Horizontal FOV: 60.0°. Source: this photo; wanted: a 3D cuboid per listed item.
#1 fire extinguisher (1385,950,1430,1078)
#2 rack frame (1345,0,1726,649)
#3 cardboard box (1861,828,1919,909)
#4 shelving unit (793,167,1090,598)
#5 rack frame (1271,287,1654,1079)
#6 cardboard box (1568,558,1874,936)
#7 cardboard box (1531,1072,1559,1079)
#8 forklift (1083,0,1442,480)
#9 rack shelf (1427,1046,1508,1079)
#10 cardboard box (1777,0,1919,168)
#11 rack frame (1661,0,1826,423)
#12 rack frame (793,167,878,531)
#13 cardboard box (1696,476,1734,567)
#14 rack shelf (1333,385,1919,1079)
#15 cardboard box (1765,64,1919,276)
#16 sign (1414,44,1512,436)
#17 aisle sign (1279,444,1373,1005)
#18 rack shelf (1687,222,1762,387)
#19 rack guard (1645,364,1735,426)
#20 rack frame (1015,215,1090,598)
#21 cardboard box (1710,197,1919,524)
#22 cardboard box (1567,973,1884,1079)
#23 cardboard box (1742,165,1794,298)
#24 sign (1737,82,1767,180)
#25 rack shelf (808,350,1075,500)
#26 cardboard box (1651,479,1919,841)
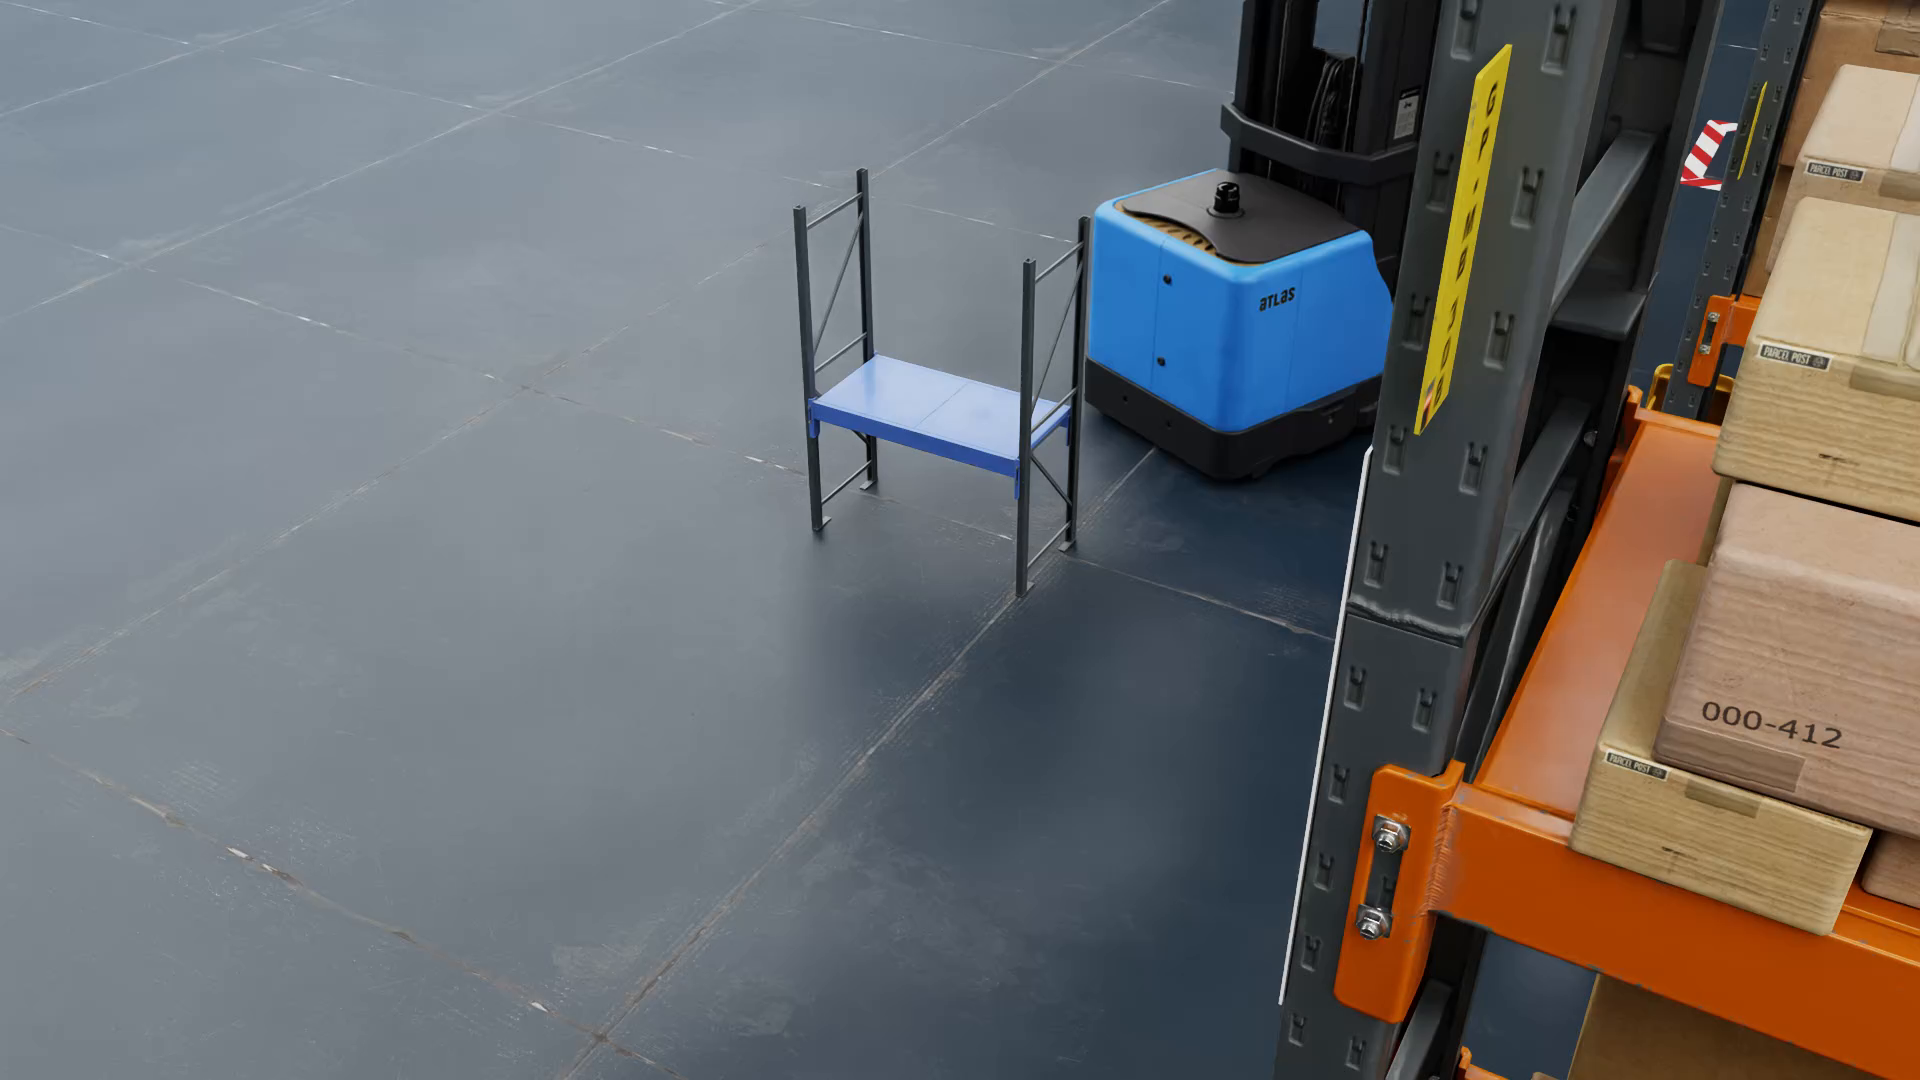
[{"bbox_3d":[0.829,0.879,3.294,0.183,0.674,0.296,18,37,24],"label":"fire extinguisher"},{"bbox_3d":[0.700,-1.397,1.229,0.127,3.000,1.000,18,37,24],"label":"rack frame"},{"bbox_3d":[1.099,0.233,1.715,0.250,0.149,0.380,16,37,23],"label":"cardboard box"},{"bbox_3d":[-0.074,-0.648,6.870,1.048,1.500,0.538,18,37,24],"label":"shelving unit"},{"bbox_3d":[0.700,1.100,2.892,0.127,3.000,1.000,18,37,24],"label":"rack frame"},{"bbox_3d":[0.827,0.203,1.759,0.250,0.149,0.380,18,38,24],"label":"cardboard box"},{"bbox_3d":[0.973,1.198,2.386,0.500,0.500,0.500,17,37,24],"label":"cardboard box"},{"bbox_3d":[2.090,-2.143,7.824,3.031,2.935,1.130,-22,40,-30],"label":"forklift"},{"bbox_3d":[2.436,1.949,2.265,4.000,0.370,1.077,18,37,24],"label":"rack shelf"},{"bbox_3d":[3.371,-1.701,5.989,0.550,0.550,0.875,18,37,24],"label":"cardboard box"},{"bbox_3d":[3.068,-1.310,6.511,0.127,3.000,1.000,18,37,24],"label":"rack frame"},{"bbox_3d":[-0.515,-0.788,7.079,0.032,1.500,0.500,18,37,24],"label":"rack frame"},{"bbox_3d":[1.148,-0.081,2.185,0.250,0.149,0.380,18,38,25],"label":"cardboard box"},{"bbox_3d":[2.436,0.701,1.434,4.000,0.370,1.077,18,37,24],"label":"rack shelf"},{"bbox_3d":[1.140,-0.425,1.983,0.250,0.149,0.380,18,38,25],"label":"cardboard box"},{"bbox_3d":[0.431,-0.251,1.426,0.005,0.325,0.100,18,37,24],"label":"sign"},{"bbox_3d":[0.492,0.150,1.973,0.004,0.787,0.394,18,37,24],"label":"aisle sign"},{"bbox_3d":[4.804,-0.461,5.884,4.000,0.370,1.077,18,37,24],"label":"rack shelf"},{"bbox_3d":[3.047,-0.276,7.214,0.348,0.500,1.175,18,37,24],"label":"rack guard"},{"bbox_3d":[0.367,-0.508,6.660,0.032,1.500,0.500,18,37,24],"label":"rack frame"},{"bbox_3d":[0.907,-0.180,1.615,0.250,0.149,0.380,17,37,24],"label":"cardboard box"},{"bbox_3d":[1.252,0.554,2.452,0.500,0.500,0.700,17,37,23],"label":"cardboard box"},{"bbox_3d":[3.413,-1.292,6.349,0.550,0.550,0.875,18,37,24],"label":"cardboard box"},{"bbox_3d":[2.787,-1.438,5.850,0.005,0.325,0.100,18,37,24],"label":"sign"},{"bbox_3d":[-0.074,-0.498,6.969,1.000,0.185,0.538,18,37,24],"label":"rack shelf"},{"bbox_3d":[1.004,0.056,1.620,0.500,0.250,0.500,17,37,24],"label":"cardboard box"}]
